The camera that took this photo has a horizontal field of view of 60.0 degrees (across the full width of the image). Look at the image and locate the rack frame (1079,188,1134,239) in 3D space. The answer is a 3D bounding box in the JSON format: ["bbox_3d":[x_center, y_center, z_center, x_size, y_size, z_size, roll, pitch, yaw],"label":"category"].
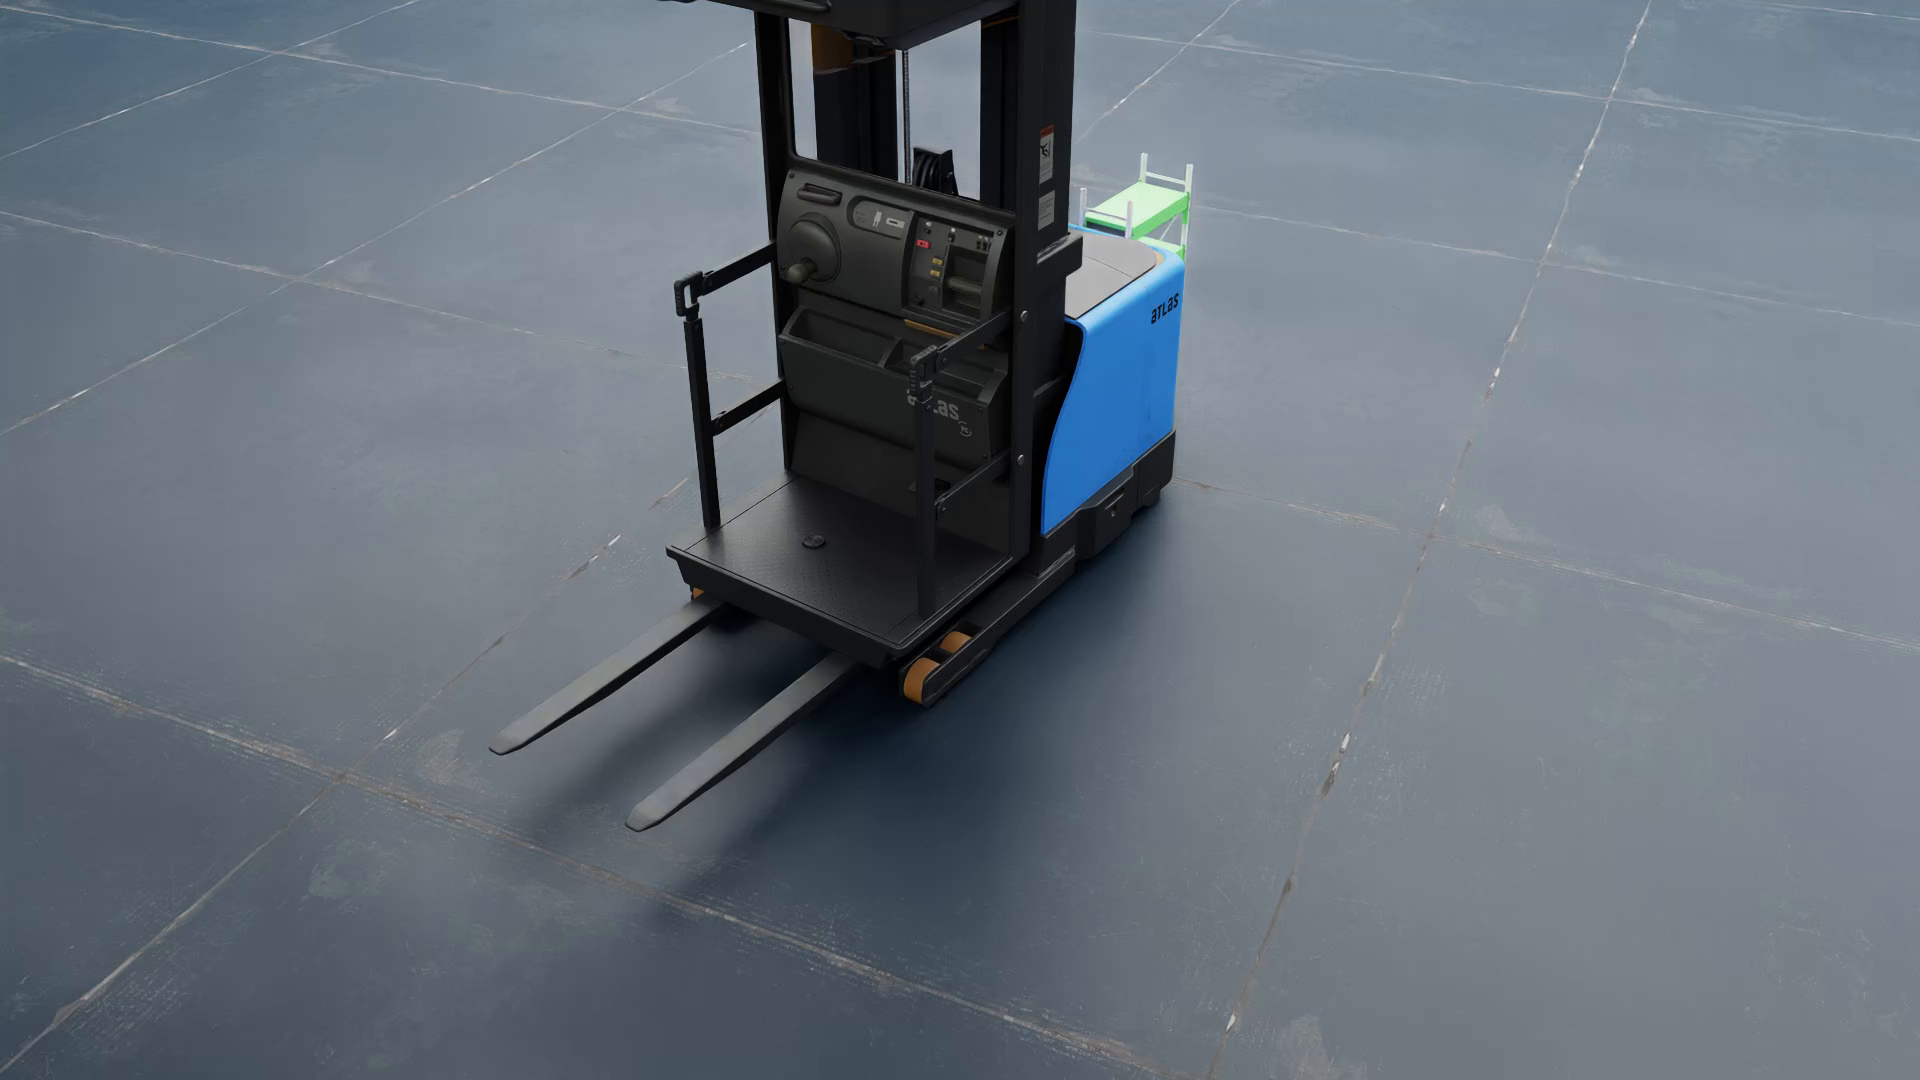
[{"bbox_3d":[0.589,-0.883,7.003,0.240,1.200,0.015,21,39,29],"label":"rack frame"}]

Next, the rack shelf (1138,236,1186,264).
[{"bbox_3d":[0.731,-1.140,7.073,0.258,0.148,0.480,21,39,29],"label":"rack shelf"}]

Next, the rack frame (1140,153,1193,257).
[{"bbox_3d":[0.872,-1.102,7.336,0.240,1.200,0.015,21,39,29],"label":"rack frame"}]

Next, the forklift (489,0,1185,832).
[{"bbox_3d":[-0.365,-0.944,5.516,1.130,2.935,3.031,21,39,29],"label":"forklift"}]

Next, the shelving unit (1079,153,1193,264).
[{"bbox_3d":[0.731,-0.993,7.170,0.258,1.200,0.503,21,39,29],"label":"shelving unit"}]

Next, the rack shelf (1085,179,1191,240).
[{"bbox_3d":[0.731,-1.341,6.941,0.258,0.148,0.480,21,39,29],"label":"rack shelf"}]
